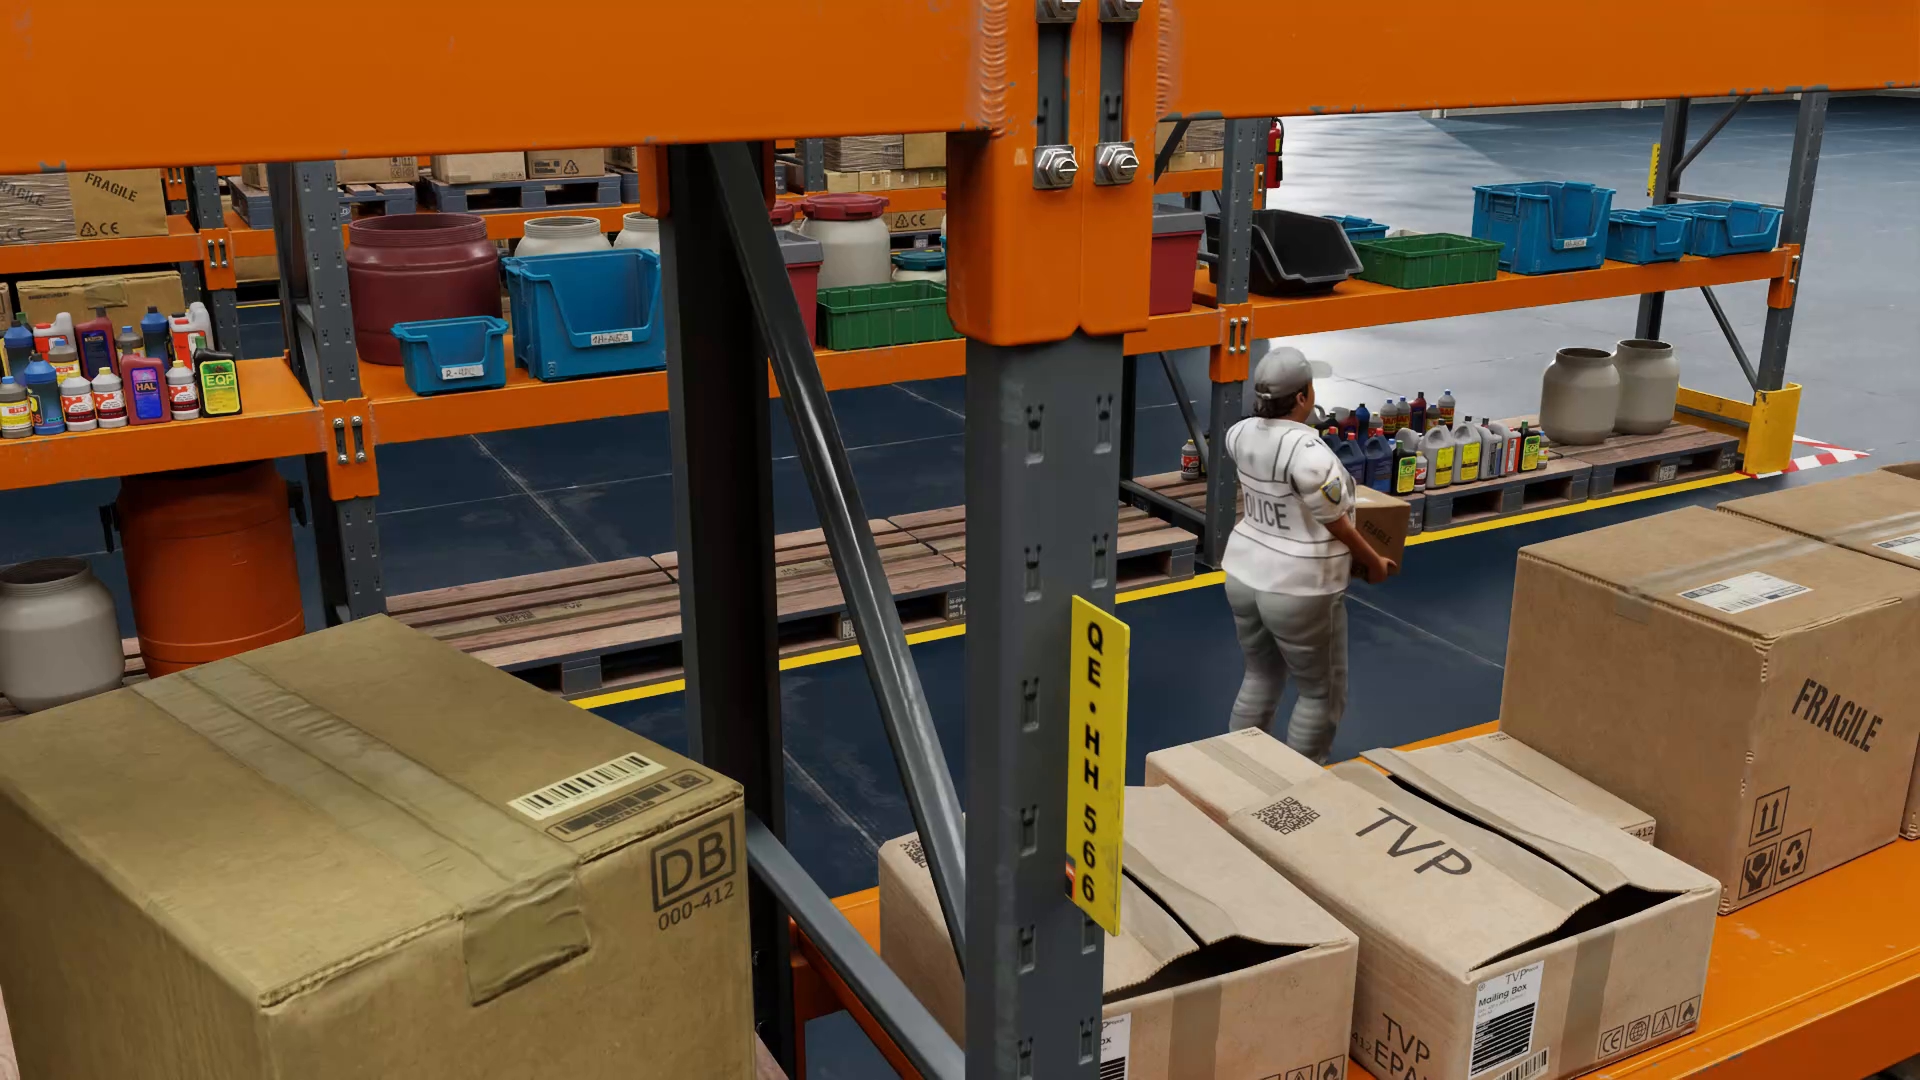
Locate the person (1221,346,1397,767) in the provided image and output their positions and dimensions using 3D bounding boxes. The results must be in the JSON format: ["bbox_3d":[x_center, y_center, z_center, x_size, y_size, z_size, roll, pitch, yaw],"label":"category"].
[{"bbox_3d":[1.162,0.154,5.613,0.541,1.653,0.453,-10,21,-27],"label":"person"}]
